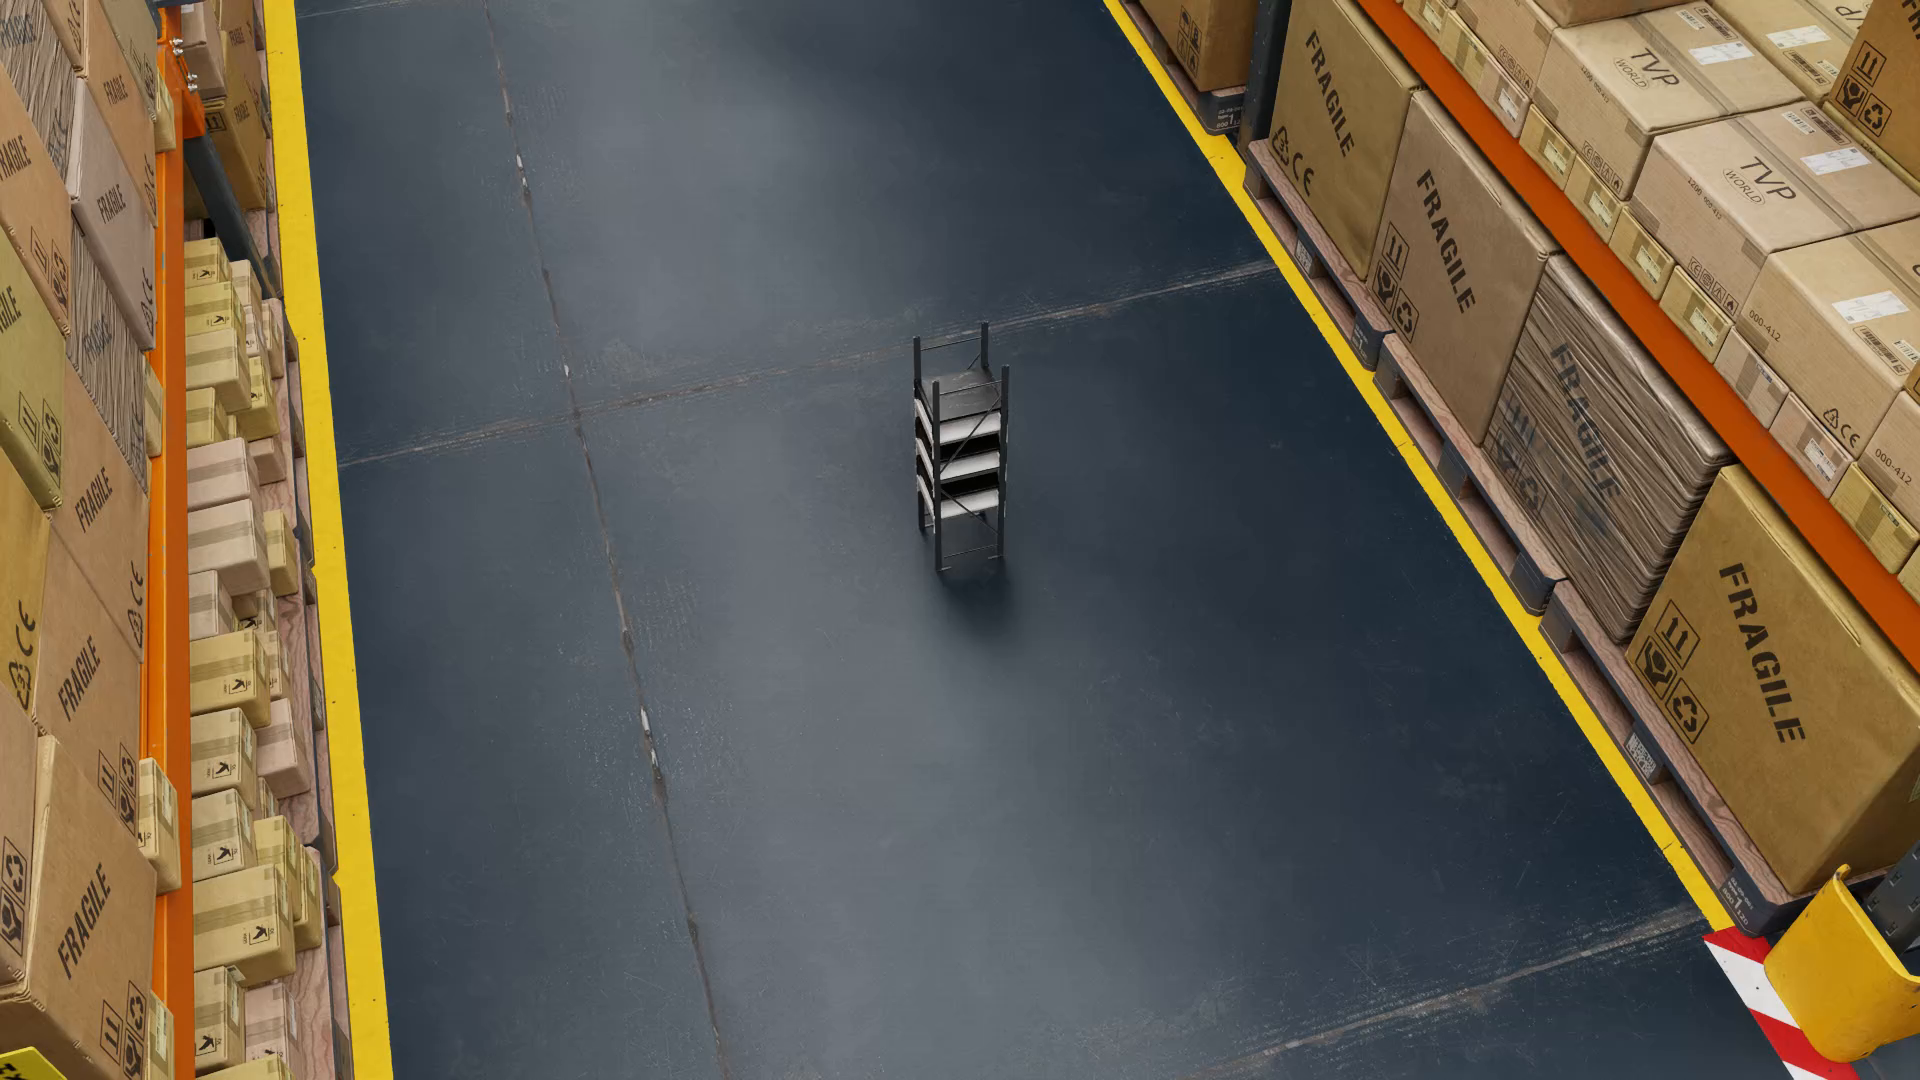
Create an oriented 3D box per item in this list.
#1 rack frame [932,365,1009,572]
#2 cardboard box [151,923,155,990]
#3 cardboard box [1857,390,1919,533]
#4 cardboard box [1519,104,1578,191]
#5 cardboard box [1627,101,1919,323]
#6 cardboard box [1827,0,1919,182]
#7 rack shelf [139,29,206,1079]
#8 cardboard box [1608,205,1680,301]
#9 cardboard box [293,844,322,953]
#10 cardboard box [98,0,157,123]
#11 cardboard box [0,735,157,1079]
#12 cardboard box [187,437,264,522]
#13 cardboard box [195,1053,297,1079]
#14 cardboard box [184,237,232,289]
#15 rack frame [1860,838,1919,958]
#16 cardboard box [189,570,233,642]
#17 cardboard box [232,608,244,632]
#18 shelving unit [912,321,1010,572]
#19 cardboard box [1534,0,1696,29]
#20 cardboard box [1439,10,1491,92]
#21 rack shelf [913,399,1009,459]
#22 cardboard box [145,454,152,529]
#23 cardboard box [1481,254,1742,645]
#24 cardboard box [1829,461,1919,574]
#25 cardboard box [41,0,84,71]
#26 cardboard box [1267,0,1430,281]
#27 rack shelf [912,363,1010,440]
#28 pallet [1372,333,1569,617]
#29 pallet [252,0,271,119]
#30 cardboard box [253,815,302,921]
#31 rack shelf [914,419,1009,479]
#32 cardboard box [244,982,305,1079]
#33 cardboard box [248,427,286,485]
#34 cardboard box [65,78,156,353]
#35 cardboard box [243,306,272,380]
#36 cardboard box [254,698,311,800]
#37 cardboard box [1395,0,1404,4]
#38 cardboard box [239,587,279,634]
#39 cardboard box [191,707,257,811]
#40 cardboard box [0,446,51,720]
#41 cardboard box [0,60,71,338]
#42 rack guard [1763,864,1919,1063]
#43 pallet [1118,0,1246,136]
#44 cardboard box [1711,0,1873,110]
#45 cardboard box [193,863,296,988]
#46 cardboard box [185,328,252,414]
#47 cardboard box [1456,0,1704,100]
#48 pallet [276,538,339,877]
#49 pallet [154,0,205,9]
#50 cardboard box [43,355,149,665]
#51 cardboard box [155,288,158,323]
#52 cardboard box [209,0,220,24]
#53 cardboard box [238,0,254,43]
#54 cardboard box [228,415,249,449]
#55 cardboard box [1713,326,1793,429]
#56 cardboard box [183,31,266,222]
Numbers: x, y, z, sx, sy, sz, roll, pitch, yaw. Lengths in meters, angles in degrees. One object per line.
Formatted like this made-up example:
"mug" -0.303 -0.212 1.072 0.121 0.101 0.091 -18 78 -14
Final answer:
"rack frame" 0.032 -0.210 5.338 0.240 0.900 0.006 -13 51 -11
"cardboard box" -1.798 0.842 3.242 0.380 0.149 0.250 -12 51 -10
"cardboard box" 2.470 -0.141 3.810 0.500 0.250 0.500 -14 51 -12
"cardboard box" 1.917 -1.210 4.973 0.380 0.149 0.250 -15 51 -12
"cardboard box" 2.170 -0.883 4.436 0.500 0.250 0.500 -15 51 -12
"cardboard box" 2.676 -1.242 4.248 0.500 0.500 0.500 -15 51 -12
"rack shelf" -2.492 0.020 4.242 1.077 0.370 4.000 -13 51 -11
"cardboard box" 2.067 -0.839 4.659 0.380 0.149 0.250 -13 51 -11
"cardboard box" -1.956 1.013 4.524 0.380 0.149 0.250 -13 51 -11
"cardboard box" -2.671 -1.512 4.802 0.500 0.500 0.500 -13 51 -11
"cardboard box" -1.770 0.730 2.913 0.500 0.500 0.500 -11 51 -9
"cardboard box" -2.365 -0.138 5.105 0.380 0.149 0.250 -16 52 -13
"cardboard box" -1.731 1.381 3.825 0.380 0.149 0.250 -15 52 -13
"cardboard box" -2.730 -0.880 5.731 0.380 0.149 0.250 -12 51 -10
"rack frame" 2.867 0.201 3.619 1.000 3.000 0.127 -13 51 -11
"cardboard box" -2.305 0.262 4.768 0.380 0.149 0.250 -13 51 -11
"cardboard box" -2.326 0.351 4.887 0.380 0.149 0.250 -11 51 -9
"shelving unit" 0.002 -0.284 5.401 0.258 0.900 0.210 -13 51 -11
"cardboard box" 1.878 -1.862 4.771 0.500 0.500 0.500 -15 51 -12
"cardboard box" 1.766 -1.586 5.289 0.380 0.149 0.250 -14 51 -11
"rack shelf" 0.002 -0.379 5.289 0.258 0.077 0.200 -13 51 -11
"cardboard box" -2.193 -0.109 4.044 0.380 0.149 0.250 -12 51 -10
"cardboard box" 2.333 -0.364 5.210 0.875 0.875 0.875 -13 51 -11
"cardboard box" 2.369 -0.093 4.031 0.380 0.149 0.250 -13 51 -11
"cardboard box" -2.528 -1.465 4.109 0.500 0.500 0.500 -15 51 -12
"cardboard box" 1.803 -1.671 6.312 0.875 0.875 0.875 -13 51 -11
"rack shelf" 0.002 -0.437 5.220 0.258 0.077 0.200 -13 51 -11
"pallet" 2.199 -0.356 5.912 1.003 0.211 1.213 -13 51 -11
"pallet" -3.680 -2.235 7.496 1.003 0.211 1.213 -13 51 -11
"cardboard box" -1.967 0.912 4.415 0.380 0.149 0.250 -12 51 -10
"rack shelf" 0.002 -0.321 5.358 0.258 0.077 0.200 -13 51 -11
"cardboard box" -1.837 1.283 4.102 0.380 0.149 0.250 -14 51 -11
"cardboard box" -2.505 -0.293 5.625 0.380 0.149 0.250 -15 51 -12
"cardboard box" -2.372 -0.769 4.176 0.500 0.500 0.500 -14 51 -11
"cardboard box" -2.595 -0.632 5.717 0.380 0.149 0.250 -16 52 -13
"cardboard box" -2.113 0.647 4.833 0.380 0.149 0.250 -16 52 -13
"cardboard box" 1.610 -1.964 5.608 0.380 0.149 0.250 -12 51 -10
"cardboard box" -2.323 0.282 5.141 0.380 0.149 0.250 -12 51 -10
"cardboard box" -2.105 0.627 4.461 0.380 0.149 0.250 -12 51 -10
"cardboard box" -1.935 0.043 2.838 0.500 0.500 0.500 -12 51 -10
"cardboard box" -2.222 -0.713 3.475 0.500 0.500 0.500 -15 51 -12
"rack guard" 2.874 1.024 4.560 1.175 0.500 0.348 -13 51 -11
"pallet" 1.384 -2.368 7.608 1.003 0.211 1.213 -13 51 -11
"cardboard box" 2.519 -1.384 4.858 0.500 0.250 0.500 -14 51 -12
"cardboard box" -1.880 0.994 4.151 0.380 0.149 0.250 -13 51 -11
"cardboard box" -2.536 -0.522 5.429 0.380 0.149 0.250 -14 51 -11
"cardboard box" 1.874 -1.624 5.061 0.500 0.250 0.500 -12 51 -10
"pallet" -2.487 0.601 5.105 1.003 0.211 1.213 -13 51 -11
"pallet" -3.171 -2.202 5.770 1.003 0.211 1.213 -13 51 -11
"cardboard box" -2.085 -0.016 3.541 0.500 0.500 0.500 -13 51 -10
"cardboard box" -2.412 -0.679 4.524 0.380 0.149 0.250 -15 52 -13
"cardboard box" -3.210 -2.232 6.540 0.500 0.250 0.500 -12 51 -10
"cardboard box" -3.375 -2.368 7.145 0.500 0.500 0.500 -13 51 -10
"cardboard box" -2.518 -0.235 5.382 0.380 0.149 0.250 -13 51 -11
"cardboard box" 2.223 -0.460 4.340 0.380 0.149 0.250 -13 51 -10
"cardboard box" -3.049 -1.602 6.499 0.500 0.500 0.500 -12 51 -10
